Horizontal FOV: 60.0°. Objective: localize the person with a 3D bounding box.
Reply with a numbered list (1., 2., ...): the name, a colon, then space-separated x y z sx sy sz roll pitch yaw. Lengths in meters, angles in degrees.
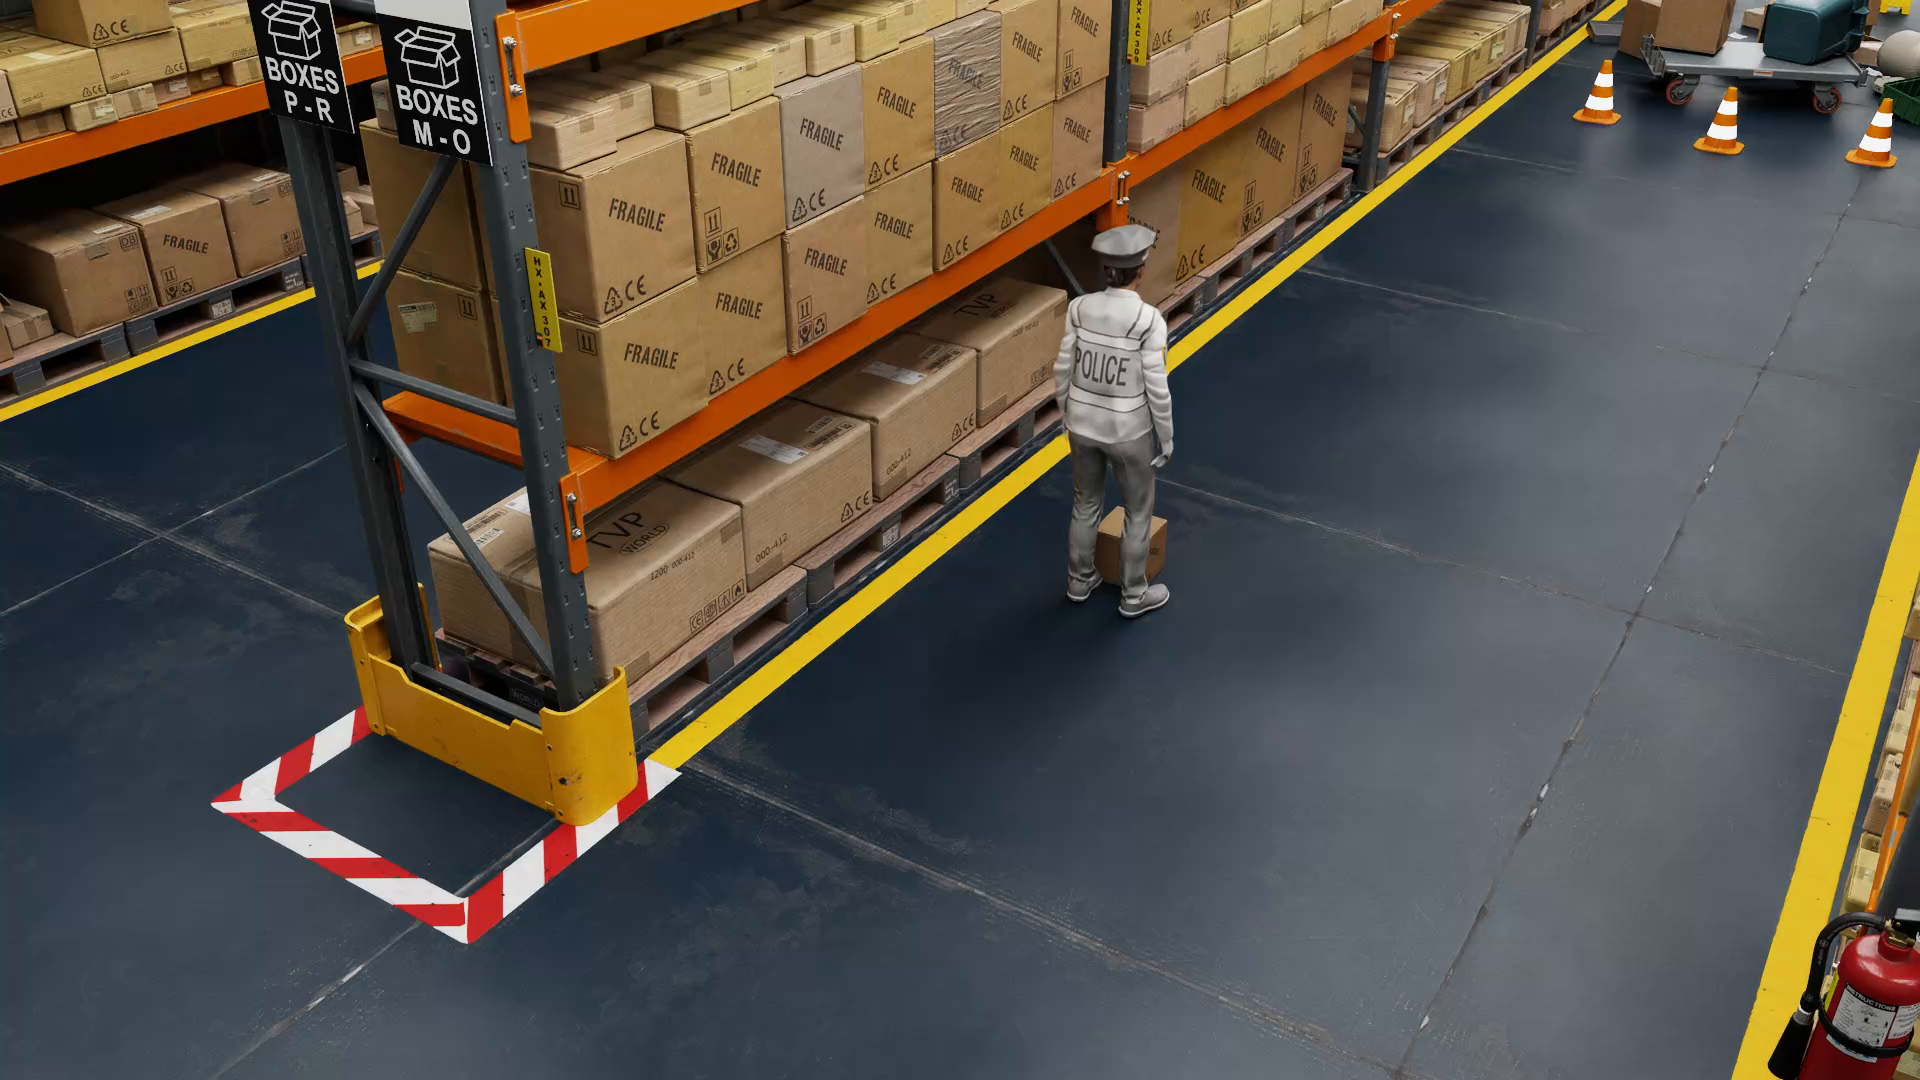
1. person: 0.637 -0.463 6.910 0.529 1.663 0.375 18 35 27
